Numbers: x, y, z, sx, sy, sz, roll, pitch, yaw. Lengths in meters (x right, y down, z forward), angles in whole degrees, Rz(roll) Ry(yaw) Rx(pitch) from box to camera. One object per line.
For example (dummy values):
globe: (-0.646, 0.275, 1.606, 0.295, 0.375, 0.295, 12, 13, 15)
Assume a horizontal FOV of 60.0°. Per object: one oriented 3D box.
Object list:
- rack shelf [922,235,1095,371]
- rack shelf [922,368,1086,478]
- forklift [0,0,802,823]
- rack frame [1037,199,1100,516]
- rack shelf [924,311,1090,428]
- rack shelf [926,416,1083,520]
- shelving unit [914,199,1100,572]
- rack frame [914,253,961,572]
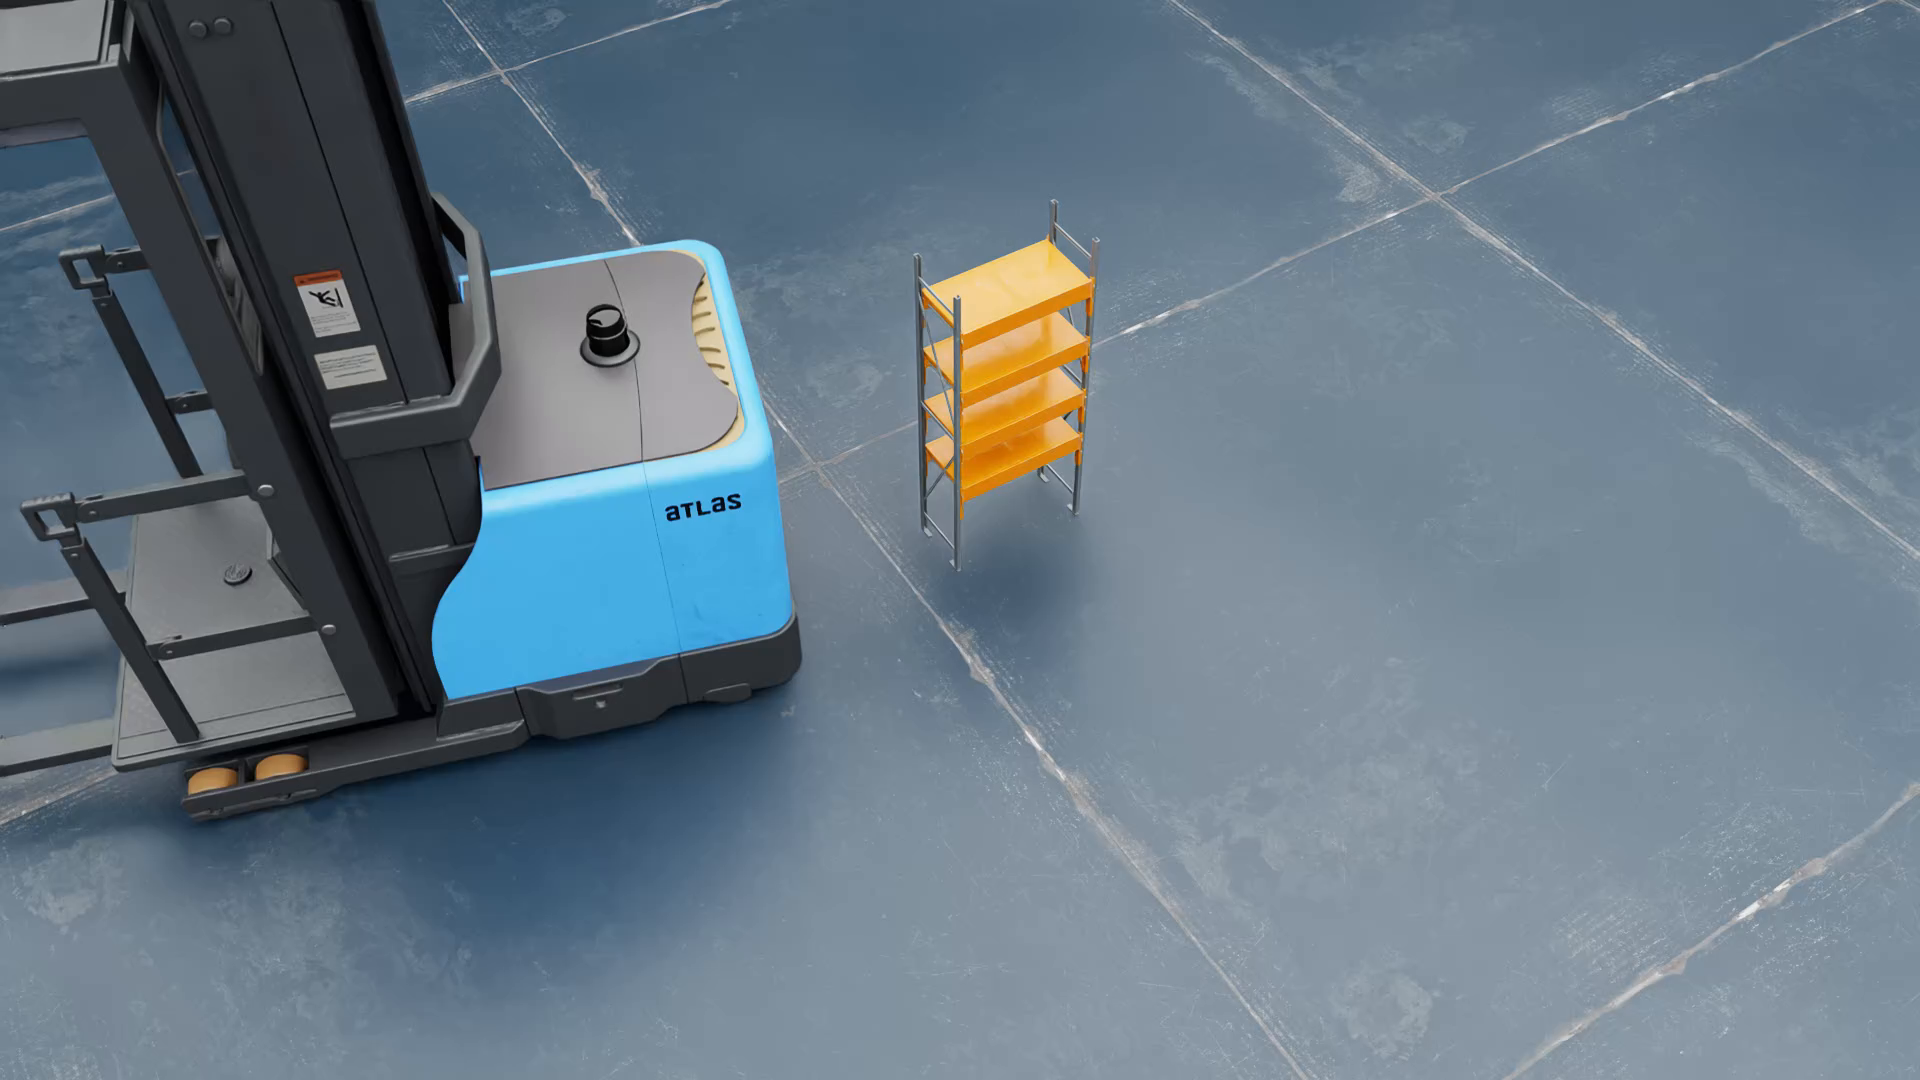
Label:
rack shelf: (0.140, -0.726, 5.067, 0.480, 0.148, 0.258, -25, 53, -21)
rack shelf: (0.140, -0.420, 5.411, 0.480, 0.148, 0.258, -25, 53, -21)
forklift: (-2.080, -0.577, 4.302, 3.031, 2.935, 1.130, -11, 49, -10)
rack frame: (0.346, -0.562, 5.447, 0.015, 1.200, 0.240, -25, 53, -21)
rack shelf: (0.140, -0.569, 5.244, 0.480, 0.148, 0.258, -25, 53, -21)
rack shelf: (0.140, -0.288, 5.559, 0.480, 0.148, 0.258, -25, 53, -21)
shelving unit: (0.140, -0.465, 5.361, 0.503, 1.200, 0.258, -25, 53, -21)
rack frame: (-0.066, -0.368, 5.274, 0.015, 1.200, 0.240, -25, 53, -21)
